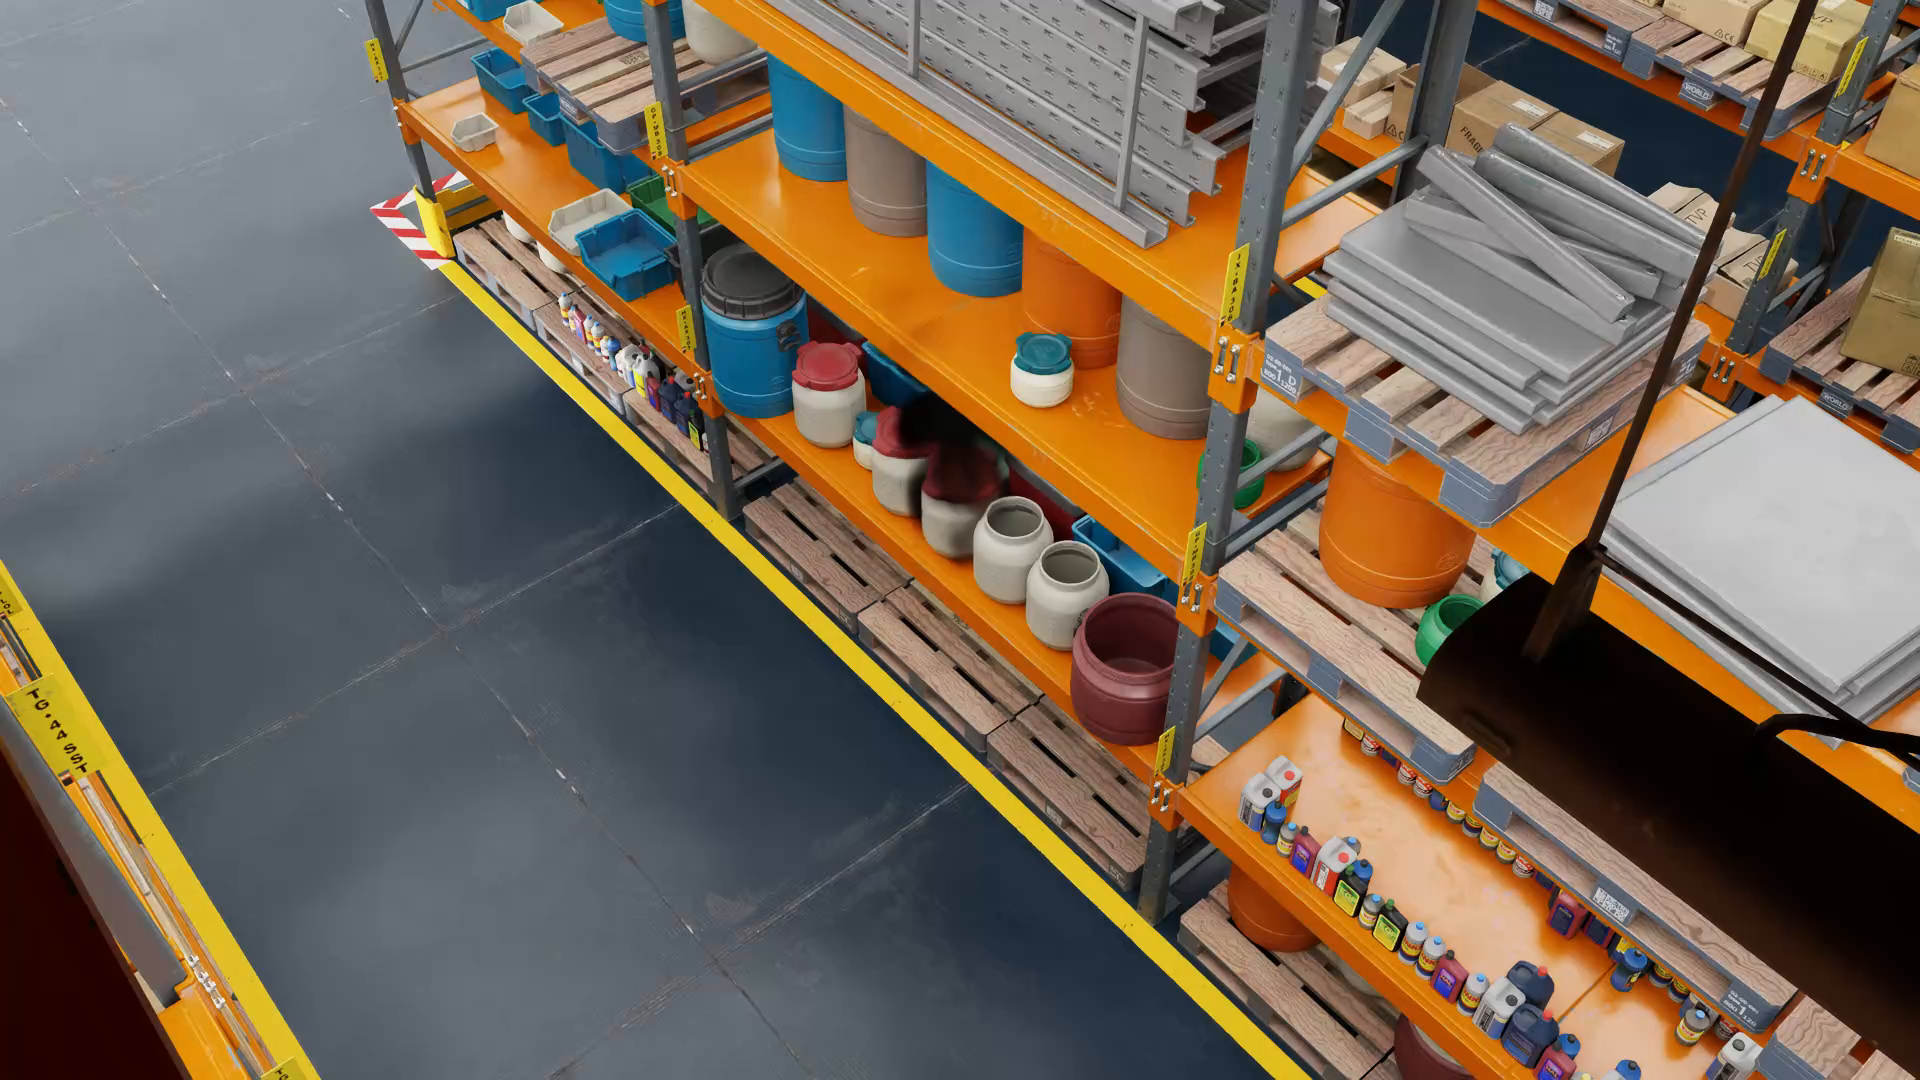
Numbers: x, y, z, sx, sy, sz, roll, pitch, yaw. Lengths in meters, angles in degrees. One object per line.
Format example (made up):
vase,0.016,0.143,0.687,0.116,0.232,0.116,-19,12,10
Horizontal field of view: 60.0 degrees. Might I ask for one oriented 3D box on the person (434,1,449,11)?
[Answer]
person,-4.600,-5.725,15.239,0.814,1.703,0.565,-11,47,-10
